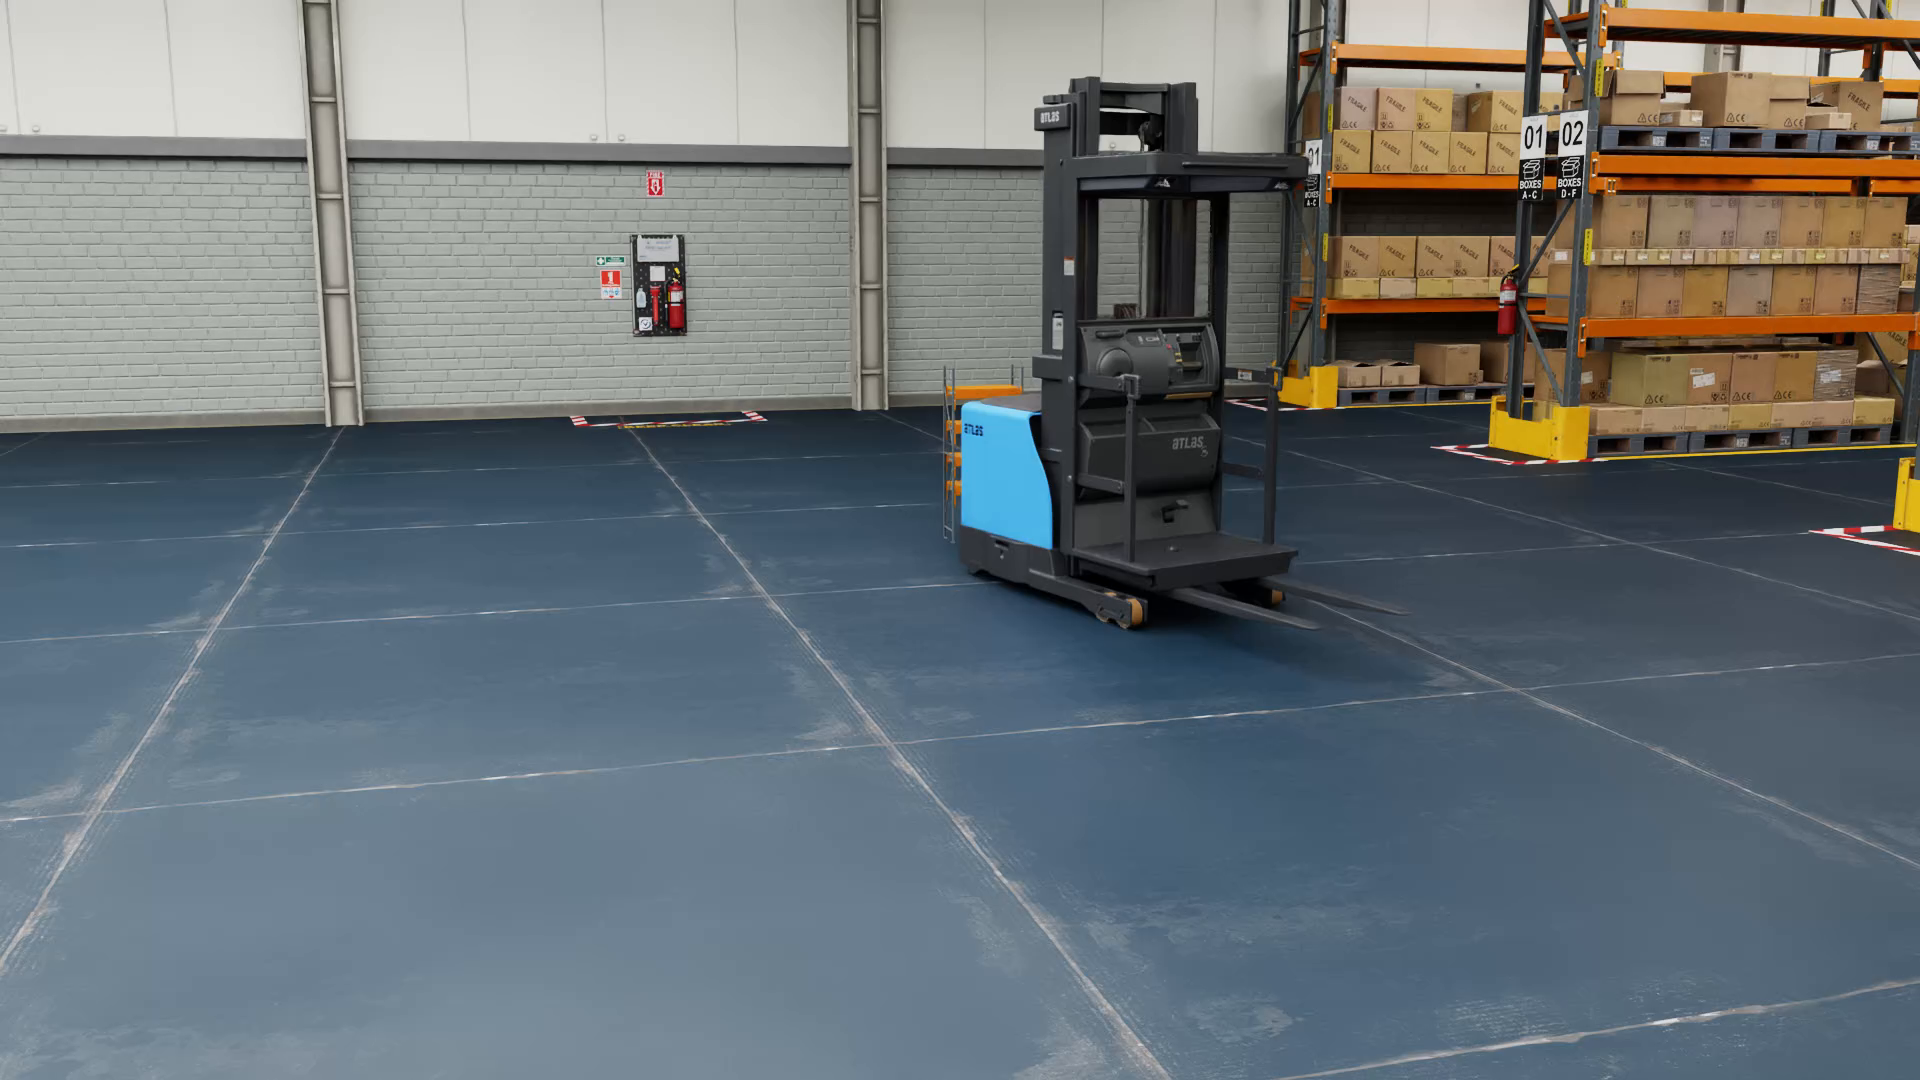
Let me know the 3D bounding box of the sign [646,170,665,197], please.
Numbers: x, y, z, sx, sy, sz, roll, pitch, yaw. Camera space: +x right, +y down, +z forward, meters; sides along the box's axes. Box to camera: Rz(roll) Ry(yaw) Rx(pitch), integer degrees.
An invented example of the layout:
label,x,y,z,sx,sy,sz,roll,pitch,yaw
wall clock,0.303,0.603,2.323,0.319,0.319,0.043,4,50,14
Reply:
label,x,y,z,sx,sy,sz,roll,pitch,yaw
sign,-3.513,-4.108,19.176,0.199,0.298,0.001,-3,11,-16

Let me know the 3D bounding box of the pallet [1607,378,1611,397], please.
label,x,y,z,sx,sy,sz,roll,pitch,yaw
pallet,8.824,-2.058,22.145,1.213,0.211,1.003,-3,11,-16

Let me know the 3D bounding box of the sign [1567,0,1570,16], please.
label,x,y,z,sx,sy,sz,roll,pitch,yaw
sign,7.916,-6.974,21.557,0.005,0.325,0.100,-3,11,-16

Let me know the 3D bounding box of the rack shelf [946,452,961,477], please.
label,x,y,z,sx,sy,sz,roll,pitch,yaw
rack shelf,0.159,-0.532,11.496,0.480,0.148,0.258,-3,11,-16

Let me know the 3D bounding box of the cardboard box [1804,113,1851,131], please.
label,x,y,z,sx,sy,sz,roll,pitch,yaw
cardboard box,8.383,-4.048,16.111,0.250,0.149,0.380,-3,11,-16

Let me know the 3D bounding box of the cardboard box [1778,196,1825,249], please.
label,x,y,z,sx,sy,sz,roll,pitch,yaw
cardboard box,8.075,-3.142,16.469,0.500,0.500,0.700,-3,11,-16

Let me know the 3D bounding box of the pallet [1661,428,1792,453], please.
label,x,y,z,sx,sy,sz,roll,pitch,yaw
pallet,7.516,-1.063,16.735,1.213,0.211,1.003,-3,11,-16

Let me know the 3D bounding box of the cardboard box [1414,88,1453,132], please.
label,x,y,z,sx,sy,sz,roll,pitch,yaw
cardboard box,5.659,-5.235,20.323,0.500,0.500,0.500,-3,11,-14

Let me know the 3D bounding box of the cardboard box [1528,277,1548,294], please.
label,x,y,z,sx,sy,sz,roll,pitch,yaw
cardboard box,7.226,-3.226,21.143,0.500,0.250,0.500,-3,11,-16

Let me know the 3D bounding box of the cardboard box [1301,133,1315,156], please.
label,x,y,z,sx,sy,sz,roll,pitch,yaw
cardboard box,4.566,-4.787,20.649,0.500,0.500,0.500,-2,11,-12

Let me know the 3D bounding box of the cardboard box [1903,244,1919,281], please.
label,x,y,z,sx,sy,sz,roll,pitch,yaw
cardboard box,12.961,-3.803,22.766,0.500,0.500,0.500,-3,11,-14

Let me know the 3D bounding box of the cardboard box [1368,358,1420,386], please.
label,x,y,z,sx,sy,sz,roll,pitch,yaw
cardboard box,5.473,-2.130,21.043,0.500,0.311,0.500,-2,11,-11

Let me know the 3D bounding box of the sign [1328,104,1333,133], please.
label,x,y,z,sx,sy,sz,roll,pitch,yaw
sign,4.388,-4.999,19.714,0.005,0.325,0.100,-3,11,-16

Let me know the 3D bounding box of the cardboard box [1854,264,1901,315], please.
label,x,y,z,sx,sy,sz,roll,pitch,yaw
cardboard box,9.041,-2.555,16.863,0.500,0.500,0.700,-3,11,-17

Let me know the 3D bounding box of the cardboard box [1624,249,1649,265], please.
label,x,y,z,sx,sy,sz,roll,pitch,yaw
cardboard box,6.314,-2.691,15.813,0.250,0.149,0.380,-3,11,-17

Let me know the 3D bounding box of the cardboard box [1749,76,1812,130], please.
label,x,y,z,sx,sy,sz,roll,pitch,yaw
cardboard box,7.849,-4.269,16.335,0.637,0.503,0.797,-2,11,-10

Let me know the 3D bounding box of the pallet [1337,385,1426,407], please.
label,x,y,z,sx,sy,sz,roll,pitch,yaw
pallet,5.099,-1.855,21.041,1.213,0.211,1.003,-3,11,-16

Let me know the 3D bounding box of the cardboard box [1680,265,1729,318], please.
label,x,y,z,sx,sy,sz,roll,pitch,yaw
cardboard box,7.058,-2.449,16.288,0.500,0.500,0.700,-3,11,-16

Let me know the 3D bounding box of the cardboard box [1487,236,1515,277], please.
label,x,y,z,sx,sy,sz,roll,pitch,yaw
cardboard box,6.745,-3.568,20.928,0.500,0.500,0.500,-3,11,-18

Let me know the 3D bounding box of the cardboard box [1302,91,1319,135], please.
label,x,y,z,sx,sy,sz,roll,pitch,yaw
cardboard box,4.577,-5.281,20.570,0.500,0.500,0.500,-3,11,-13

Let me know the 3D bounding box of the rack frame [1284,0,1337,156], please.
label,x,y,z,sx,sy,sz,roll,pitch,yaw
rack frame,4.236,-6.138,20.034,0.127,3.000,1.000,-3,11,-16

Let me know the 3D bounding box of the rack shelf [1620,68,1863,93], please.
label,x,y,z,sx,sy,sz,roll,pitch,yaw
rack shelf,9.997,-5.891,21.785,4.000,0.370,1.077,-3,11,-16

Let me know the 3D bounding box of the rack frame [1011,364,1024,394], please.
label,x,y,z,sx,sy,sz,roll,pitch,yaw
rack frame,0.393,-0.611,11.550,0.015,1.200,0.240,-3,11,-16

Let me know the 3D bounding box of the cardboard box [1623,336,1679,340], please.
label,x,y,z,sx,sy,sz,roll,pitch,yaw
cardboard box,9.201,-2.809,22.138,0.500,0.250,0.500,-3,11,-17

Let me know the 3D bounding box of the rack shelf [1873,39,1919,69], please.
label,x,y,z,sx,sy,sz,roll,pitch,yaw
rack shelf,11.385,-5.030,17.108,4.000,0.370,1.077,-3,11,-16

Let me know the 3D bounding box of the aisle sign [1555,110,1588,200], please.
label,x,y,z,sx,sy,sz,roll,pitch,yaw
aisle sign,5.647,-3.549,15.358,0.004,0.787,0.394,-3,11,-16

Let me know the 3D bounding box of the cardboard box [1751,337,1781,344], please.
label,x,y,z,sx,sy,sz,roll,pitch,yaw
cardboard box,10.714,-2.528,22.684,0.500,0.500,0.700,-3,11,-16

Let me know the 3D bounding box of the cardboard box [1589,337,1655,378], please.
label,x,y,z,sx,sy,sz,roll,pitch,yaw
cardboard box,8.779,-2.417,22.082,0.500,0.500,0.700,-3,11,-14

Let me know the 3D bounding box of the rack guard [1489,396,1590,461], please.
label,x,y,z,sx,sy,sz,roll,pitch,yaw
rack guard,5.602,-1.096,16.121,0.348,0.500,1.175,-3,11,-16

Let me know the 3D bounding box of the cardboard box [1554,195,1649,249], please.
label,x,y,z,sx,sy,sz,roll,pitch,yaw
cardboard box,6.127,-3.038,15.905,0.500,0.500,0.700,-3,11,-16

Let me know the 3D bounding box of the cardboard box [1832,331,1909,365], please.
label,x,y,z,sx,sy,sz,roll,pitch,yaw
cardboard box,12.660,-2.756,23.011,0.750,0.750,0.750,-3,11,-17

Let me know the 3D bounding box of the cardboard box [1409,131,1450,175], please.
label,x,y,z,sx,sy,sz,roll,pitch,yaw
cardboard box,5.650,-4.743,20.411,0.500,0.500,0.500,-2,11,-13

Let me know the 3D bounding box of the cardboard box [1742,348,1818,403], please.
label,x,y,z,sx,sy,sz,roll,pitch,yaw
cardboard box,8.119,-1.642,16.542,0.500,0.500,0.500,-3,11,-16

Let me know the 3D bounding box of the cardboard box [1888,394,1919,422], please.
label,x,y,z,sx,sy,sz,roll,pitch,yaw
cardboard box,9.922,-1.361,17.088,0.500,0.250,0.500,-3,11,-17

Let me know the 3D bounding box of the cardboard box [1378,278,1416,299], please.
label,x,y,z,sx,sy,sz,roll,pitch,yaw
cardboard box,5.288,-3.122,20.580,0.500,0.250,0.500,-3,11,-18

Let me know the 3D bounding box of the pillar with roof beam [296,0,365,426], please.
label,x,y,z,sx,sy,sz,roll,pitch,yaw
pillar with roof beam,-5.652,-4.968,13.680,0.400,9.000,9.100,-3,11,-16

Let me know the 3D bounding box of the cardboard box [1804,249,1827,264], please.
label,x,y,z,sx,sy,sz,roll,pitch,yaw
cardboard box,8.286,-2.795,16.378,0.250,0.149,0.380,-3,11,-16

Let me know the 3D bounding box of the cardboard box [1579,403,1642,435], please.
label,x,y,z,sx,sy,sz,roll,pitch,yaw
cardboard box,6.202,-1.170,16.049,0.500,0.250,0.500,-3,11,-16

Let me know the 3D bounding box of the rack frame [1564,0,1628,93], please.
label,x,y,z,sx,sy,sz,roll,pitch,yaw
rack frame,8.077,-6.341,21.134,0.127,3.000,1.000,-3,11,-16

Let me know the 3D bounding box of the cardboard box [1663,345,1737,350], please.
label,x,y,z,sx,sy,sz,roll,pitch,yaw
cardboard box,7.493,-1.707,16.897,0.500,0.500,0.500,-3,11,-16

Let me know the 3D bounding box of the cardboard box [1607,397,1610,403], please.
label,x,y,z,sx,sy,sz,roll,pitch,yaw
cardboard box,6.534,-1.287,16.687,0.500,0.250,0.500,-3,11,-16

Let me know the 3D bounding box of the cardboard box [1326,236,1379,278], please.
label,x,y,z,sx,sy,sz,roll,pitch,yaw
cardboard box,4.779,-3.465,20.369,0.500,0.500,0.500,-3,11,-16

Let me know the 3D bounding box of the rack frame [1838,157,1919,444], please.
label,x,y,z,sx,sy,sz,roll,pitch,yaw
rack frame,9.465,-2.529,17.000,0.127,3.000,1.000,-3,11,-16

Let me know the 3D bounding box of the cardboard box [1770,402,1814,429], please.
label,x,y,z,sx,sy,sz,roll,pitch,yaw
cardboard box,8.122,-1.271,16.598,0.500,0.250,0.500,-3,11,-16

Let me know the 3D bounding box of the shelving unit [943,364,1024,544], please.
label,x,y,z,sx,sy,sz,roll,pitch,yaw
shelving unit,0.159,-0.598,11.483,0.503,1.200,0.258,-3,11,-16

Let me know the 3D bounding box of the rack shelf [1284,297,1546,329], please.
label,x,y,z,sx,sy,sz,roll,pitch,yaw
rack shelf,6.157,-2.935,21.192,4.000,0.370,1.077,-3,11,-16

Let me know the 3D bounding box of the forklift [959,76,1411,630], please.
label,x,y,z,sx,sy,sz,roll,pitch,yaw
forklift,1.190,-1.059,9.206,1.130,2.935,3.031,-6,12,-31

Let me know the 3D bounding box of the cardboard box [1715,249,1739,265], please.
label,x,y,z,sx,sy,sz,roll,pitch,yaw
cardboard box,7.298,-2.743,16.094,0.250,0.149,0.380,-3,11,-17

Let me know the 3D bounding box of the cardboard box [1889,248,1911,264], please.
label,x,y,z,sx,sy,sz,roll,pitch,yaw
cardboard box,9.264,-2.846,16.656,0.250,0.149,0.380,-3,11,-16
